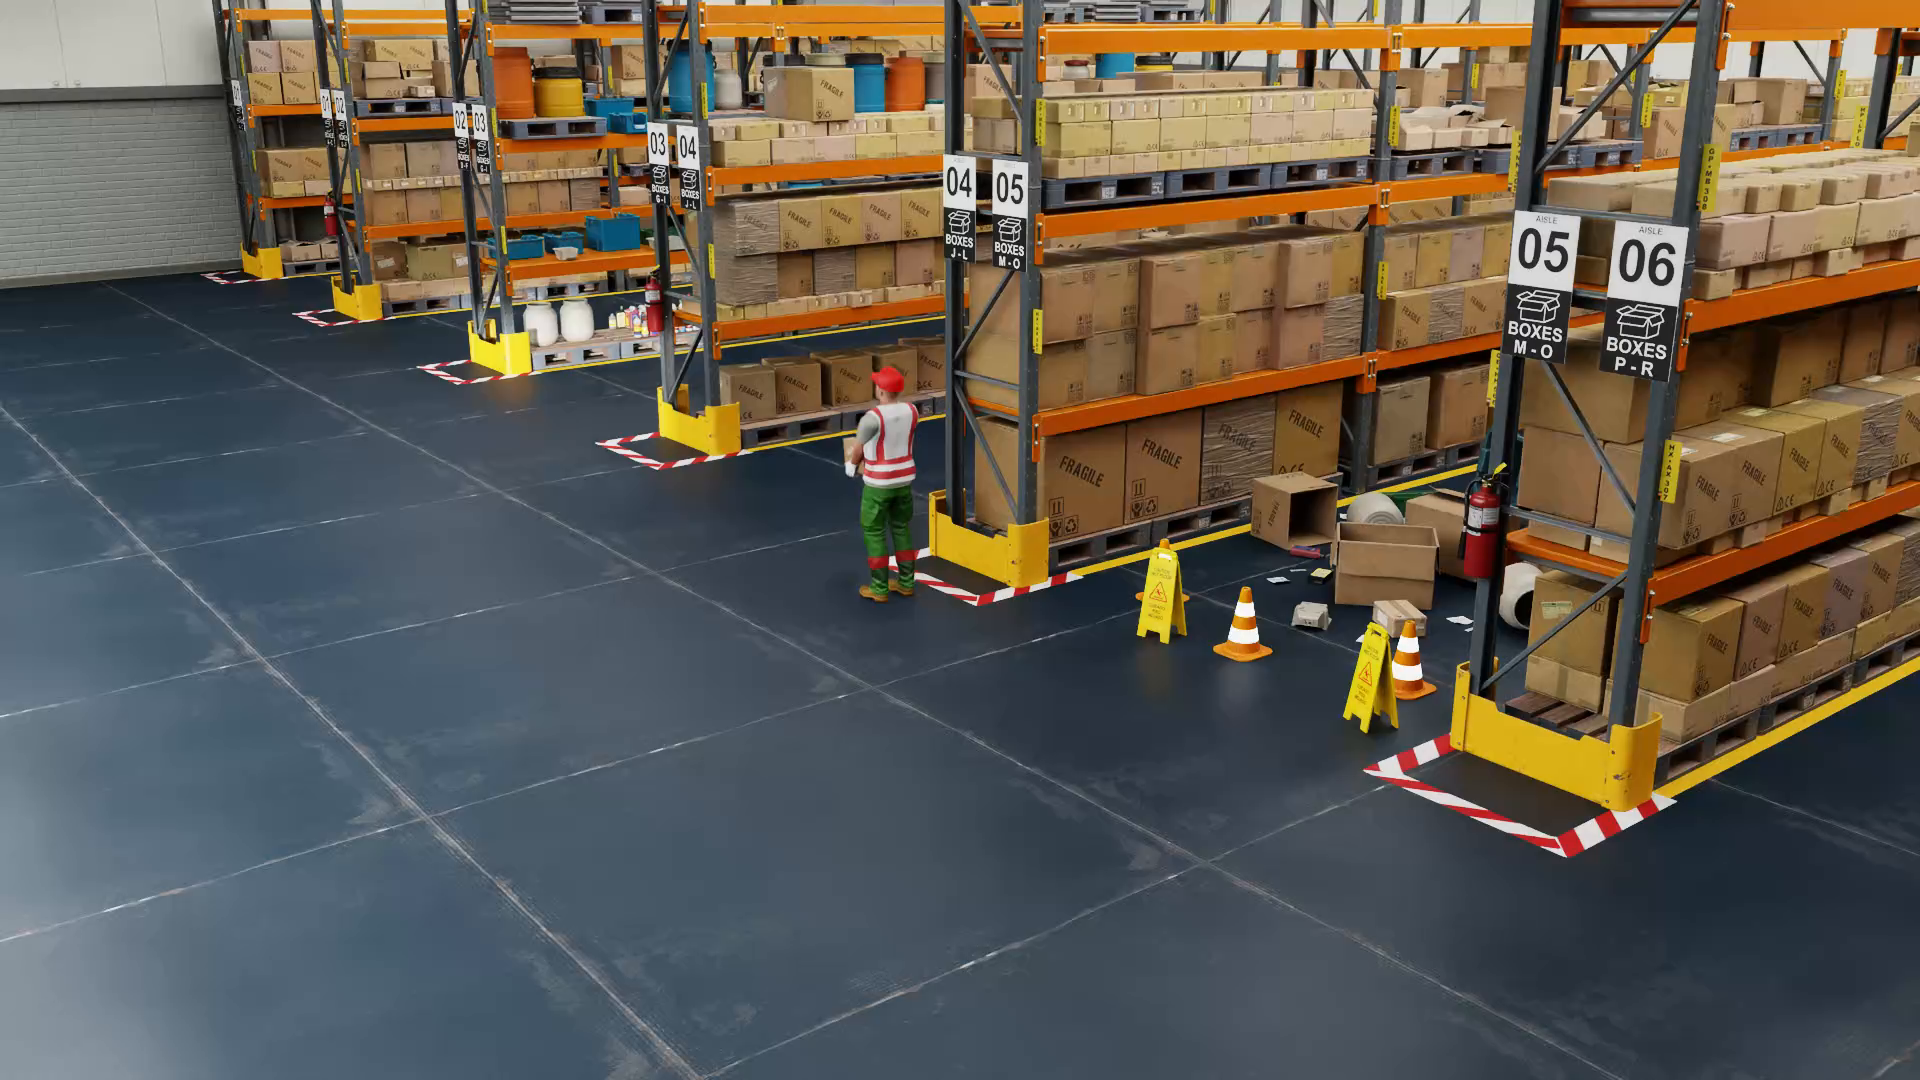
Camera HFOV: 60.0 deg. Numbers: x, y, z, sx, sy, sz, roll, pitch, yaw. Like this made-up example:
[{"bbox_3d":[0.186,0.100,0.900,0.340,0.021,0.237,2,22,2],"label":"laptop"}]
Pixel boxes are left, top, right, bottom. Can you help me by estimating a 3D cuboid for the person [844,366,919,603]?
[{"bbox_3d":[-0.605,-0.447,12.435,0.494,1.783,0.568,-13,22,-35],"label":"person"}]
